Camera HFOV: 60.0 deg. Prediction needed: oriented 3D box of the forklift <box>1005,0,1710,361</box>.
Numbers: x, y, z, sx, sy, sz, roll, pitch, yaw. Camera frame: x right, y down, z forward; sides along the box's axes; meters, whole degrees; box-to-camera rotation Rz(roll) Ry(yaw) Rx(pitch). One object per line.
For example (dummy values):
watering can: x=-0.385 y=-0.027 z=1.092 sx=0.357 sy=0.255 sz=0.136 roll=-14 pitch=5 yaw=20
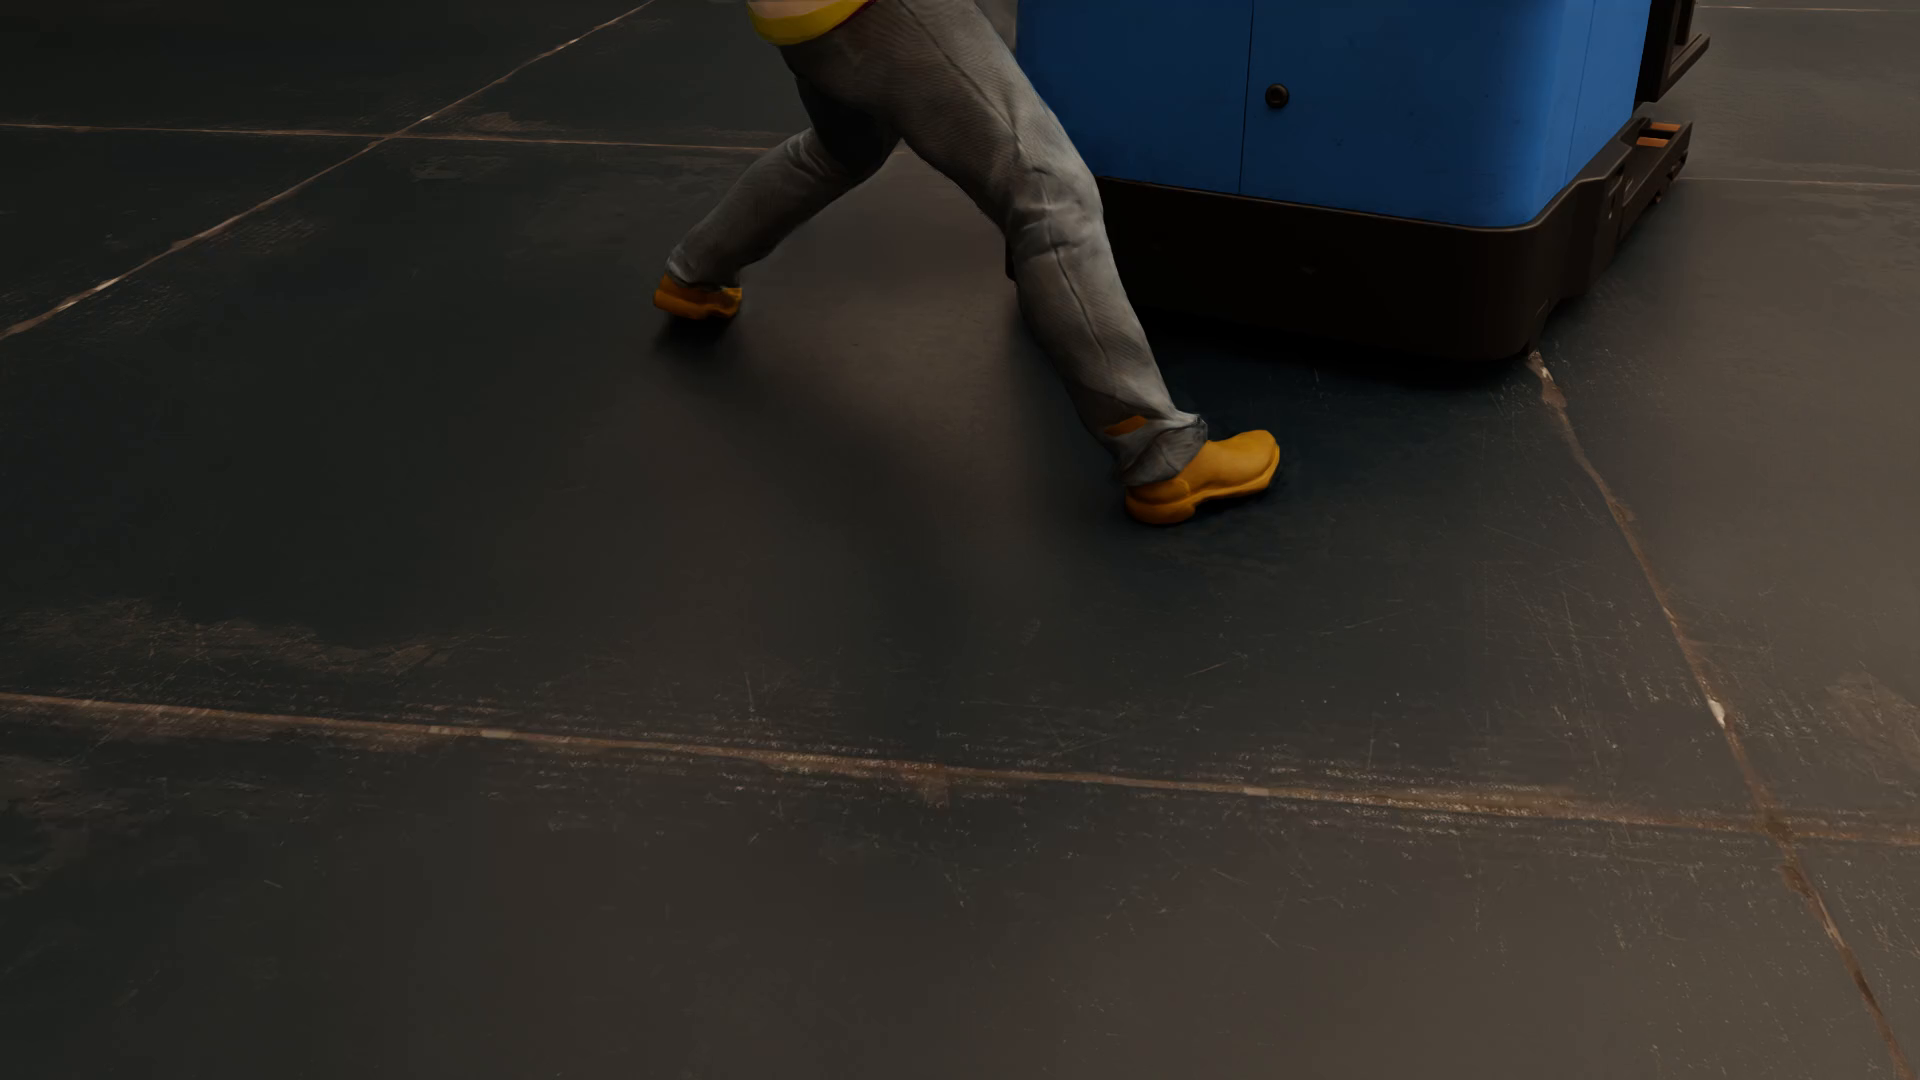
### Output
forklift: x=1.261 y=-2.253 z=3.733 sx=1.130 sy=2.935 sz=3.031 roll=14 pitch=30 yaw=26

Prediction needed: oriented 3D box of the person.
person: x=-0.052 y=-0.965 z=2.682 sx=0.935 sy=1.562 sz=1.258 roll=-6 pitch=27 yaw=-12
